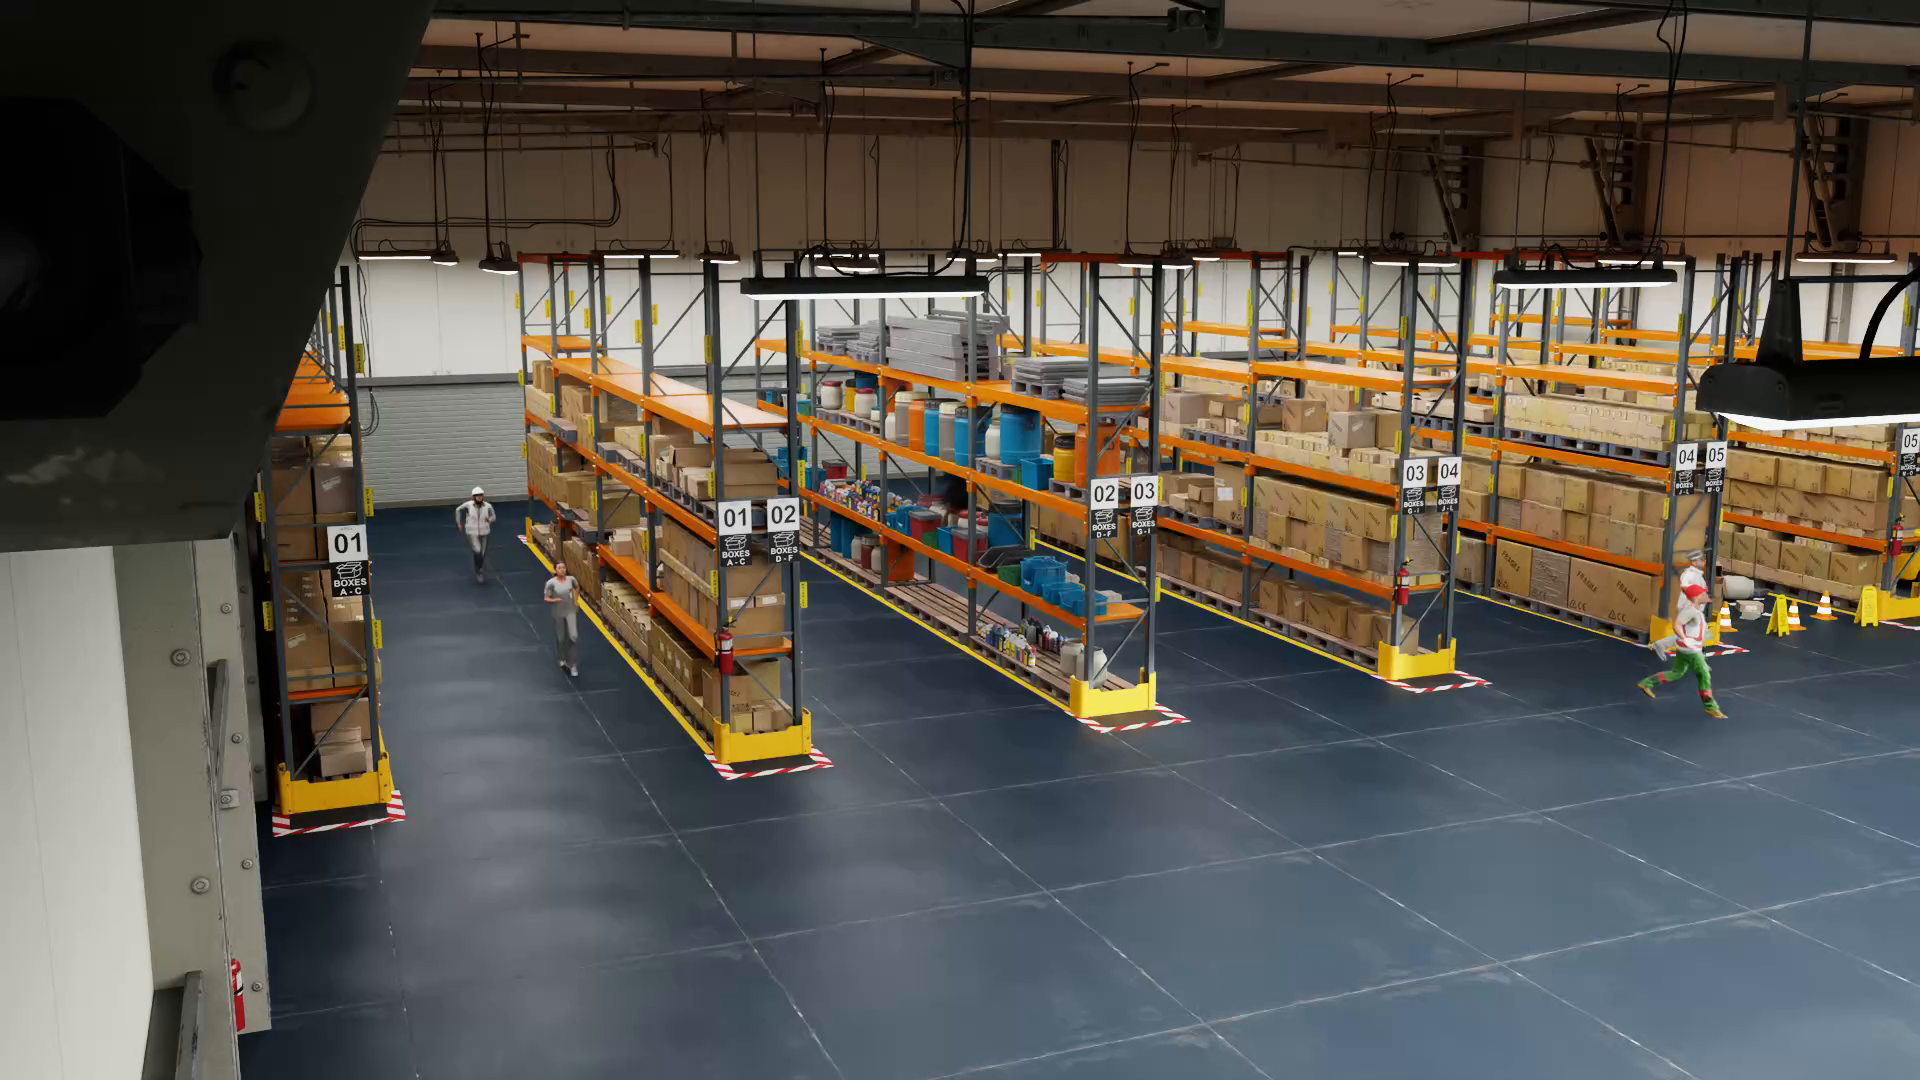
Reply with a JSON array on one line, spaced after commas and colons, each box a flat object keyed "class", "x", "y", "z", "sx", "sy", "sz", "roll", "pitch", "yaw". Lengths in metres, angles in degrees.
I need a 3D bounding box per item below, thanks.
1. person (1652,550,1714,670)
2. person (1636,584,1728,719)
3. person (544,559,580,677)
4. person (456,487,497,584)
[{"class": "person", "x": 10.795, "y": 1.011, "z": 24.693, "sx": 0.826, "sy": 1.779, "sz": 0.673, "roll": 6, "pitch": 12, "yaw": 31}, {"class": "person", "x": 9.670, "y": 1.467, "z": 22.158, "sx": 1.150, "sy": 1.799, "sz": 0.626, "roll": 2, "pitch": 11, "yaw": 13}, {"class": "person", "x": -5.791, "y": 1.127, "z": 24.275, "sx": 0.546, "sy": 1.725, "sz": 0.759, "roll": -4, "pitch": 11, "yaw": -21}, {"class": "person", "x": -8.915, "y": -0.107, "z": 30.735, "sx": 0.681, "sy": 1.787, "sz": 0.827, "roll": -5, "pitch": 12, "yaw": -27}]
